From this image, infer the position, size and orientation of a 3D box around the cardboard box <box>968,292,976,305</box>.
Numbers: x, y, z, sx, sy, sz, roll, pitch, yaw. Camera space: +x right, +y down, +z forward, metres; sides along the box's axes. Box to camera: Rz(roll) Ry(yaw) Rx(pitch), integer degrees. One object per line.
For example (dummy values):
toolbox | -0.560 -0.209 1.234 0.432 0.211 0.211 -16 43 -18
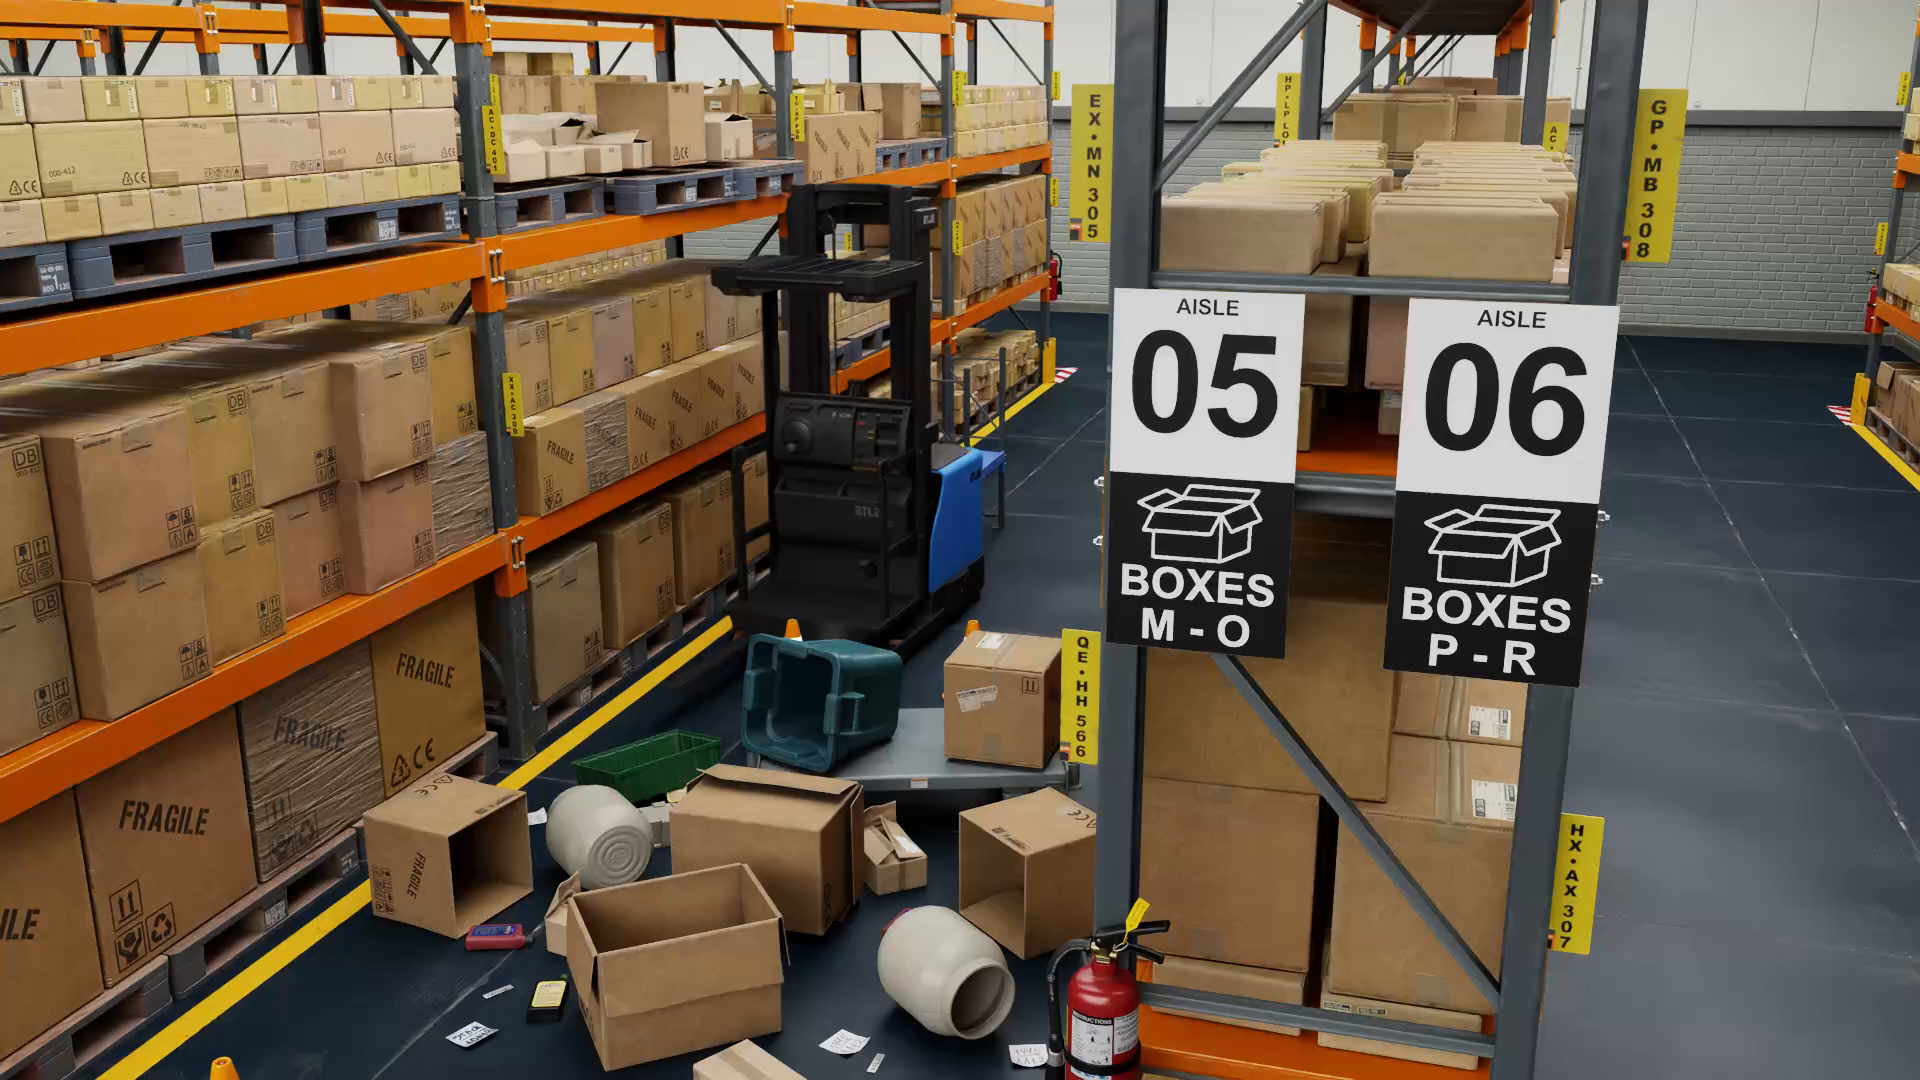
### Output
cardboard box | -0.050 -2.521 17.180 0.380 0.149 0.250 4 16 13

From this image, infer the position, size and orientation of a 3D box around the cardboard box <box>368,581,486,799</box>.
cardboard box | -3.074 0.697 8.499 0.875 0.875 0.875 5 17 17

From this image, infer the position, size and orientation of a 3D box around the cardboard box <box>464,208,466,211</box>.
cardboard box | -5.455 -3.149 16.913 0.797 0.503 0.637 4 16 14

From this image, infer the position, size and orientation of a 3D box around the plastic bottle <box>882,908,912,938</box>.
plastic bottle | -0.219 1.681 7.290 0.133 0.061 0.283 8 18 25

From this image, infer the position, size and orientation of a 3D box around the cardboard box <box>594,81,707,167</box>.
cardboard box | -1.917 -2.593 10.343 0.500 0.500 0.500 5 16 16

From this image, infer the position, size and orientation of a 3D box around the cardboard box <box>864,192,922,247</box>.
cardboard box | -0.681 -3.191 16.523 0.500 0.500 0.500 4 16 14

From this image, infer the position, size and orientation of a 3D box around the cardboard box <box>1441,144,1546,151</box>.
cardboard box | 2.065 -1.457 6.470 0.380 0.149 0.250 4 16 14

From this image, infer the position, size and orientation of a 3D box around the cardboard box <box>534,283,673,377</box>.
cardboard box | -2.260 -1.341 10.543 0.700 0.500 0.500 4 16 15

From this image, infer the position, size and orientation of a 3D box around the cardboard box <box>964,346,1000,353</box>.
cardboard box | 0.257 -2.043 18.402 0.380 0.149 0.250 4 16 14

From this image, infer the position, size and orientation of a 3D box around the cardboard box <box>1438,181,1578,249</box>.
cardboard box | 1.435 -0.849 4.327 0.380 0.149 0.250 5 16 16

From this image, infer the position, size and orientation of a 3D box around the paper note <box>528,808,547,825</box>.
paper note | -2.151 1.392 8.364 0.147 0.020 0.142 -7 17 -23

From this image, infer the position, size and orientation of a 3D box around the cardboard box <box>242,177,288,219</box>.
cardboard box | -2.986 -1.401 6.782 0.380 0.149 0.250 4 16 15

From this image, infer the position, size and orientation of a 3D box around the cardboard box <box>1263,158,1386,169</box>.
cardboard box | 1.181 -1.160 5.425 0.380 0.149 0.250 5 17 17

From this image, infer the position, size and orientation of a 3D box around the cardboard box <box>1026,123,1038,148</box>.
cardboard box | 0.568 -4.519 18.542 0.500 0.250 0.500 5 16 16

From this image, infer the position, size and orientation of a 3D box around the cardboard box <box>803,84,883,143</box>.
cardboard box | -1.120 -3.676 14.336 0.797 0.503 0.637 4 16 15

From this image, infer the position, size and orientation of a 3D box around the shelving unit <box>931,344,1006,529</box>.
shelving unit | -0.024 -0.699 13.046 0.538 1.500 1.048 5 16 16

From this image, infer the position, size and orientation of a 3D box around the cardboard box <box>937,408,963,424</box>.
cardboard box | -0.144 -1.276 16.786 0.380 0.149 0.250 4 16 13

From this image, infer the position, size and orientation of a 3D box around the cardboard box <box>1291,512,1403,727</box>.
cardboard box | 0.896 0.167 4.682 0.700 0.500 0.500 5 17 16

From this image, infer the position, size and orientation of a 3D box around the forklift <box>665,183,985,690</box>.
forklift | -0.832 -0.699 10.423 1.130 2.935 3.031 6 17 20

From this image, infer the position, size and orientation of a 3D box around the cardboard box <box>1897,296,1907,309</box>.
cardboard box | 9.732 -2.425 16.841 0.380 0.149 0.250 5 17 17

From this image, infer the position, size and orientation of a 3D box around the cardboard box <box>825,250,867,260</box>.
cardboard box | -1.108 -2.675 15.864 0.380 0.149 0.250 6 17 19

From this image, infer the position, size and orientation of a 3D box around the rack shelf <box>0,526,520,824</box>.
rack shelf | -3.397 0.587 7.080 1.077 0.370 4.000 5 16 16

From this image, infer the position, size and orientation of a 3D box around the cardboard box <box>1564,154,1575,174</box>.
cardboard box | 2.497 -1.619 7.550 0.500 0.250 0.500 4 16 14

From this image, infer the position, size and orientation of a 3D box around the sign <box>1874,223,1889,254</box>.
sign | 9.596 -3.139 17.312 0.100 0.325 0.005 5 16 16

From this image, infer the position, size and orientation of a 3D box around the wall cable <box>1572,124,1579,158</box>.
wall cable | 8.299 -4.923 23.327 0.588 1.984 0.122 5 16 16

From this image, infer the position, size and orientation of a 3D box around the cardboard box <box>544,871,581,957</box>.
cardboard box | -1.551 1.626 7.111 0.396 0.266 0.258 8 18 25

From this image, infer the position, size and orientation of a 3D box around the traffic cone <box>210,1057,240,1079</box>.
traffic cone | -2.453 1.956 5.585 0.336 0.463 0.334 5 16 16

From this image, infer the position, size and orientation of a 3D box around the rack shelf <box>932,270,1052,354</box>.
rack shelf | 0.013 -2.552 18.149 1.077 0.370 4.000 5 16 16

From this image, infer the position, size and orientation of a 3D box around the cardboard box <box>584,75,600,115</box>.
cardboard box | -4.618 -5.157 19.380 0.700 0.500 0.500 3 16 12

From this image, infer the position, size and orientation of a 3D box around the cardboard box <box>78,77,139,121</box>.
cardboard box | -3.203 -1.587 5.976 0.380 0.149 0.250 4 16 15

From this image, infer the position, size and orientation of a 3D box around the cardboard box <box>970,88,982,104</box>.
cardboard box | 0.004 -4.439 16.613 0.380 0.149 0.250 4 16 14

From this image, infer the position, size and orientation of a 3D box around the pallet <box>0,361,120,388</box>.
pallet | -6.942 -1.126 12.155 1.003 0.211 1.213 5 16 16

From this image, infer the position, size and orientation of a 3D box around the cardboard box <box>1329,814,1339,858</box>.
cardboard box | 1.021 0.862 5.253 0.380 0.149 0.250 5 17 17

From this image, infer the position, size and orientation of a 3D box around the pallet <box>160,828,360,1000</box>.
pallet | -3.465 1.573 7.399 1.003 0.211 1.213 5 16 16

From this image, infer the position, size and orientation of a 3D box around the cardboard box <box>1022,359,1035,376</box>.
cardboard box | 0.656 -2.023 19.420 0.380 0.149 0.250 5 17 18

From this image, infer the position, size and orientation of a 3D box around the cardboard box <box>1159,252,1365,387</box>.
cardboard box | 0.696 -0.547 3.994 0.500 0.250 0.500 4 16 15

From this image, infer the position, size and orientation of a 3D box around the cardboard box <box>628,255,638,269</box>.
cardboard box | -4.147 -3.394 20.258 0.380 0.149 0.250 5 17 17

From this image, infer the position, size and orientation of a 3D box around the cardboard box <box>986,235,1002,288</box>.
cardboard box | 0.139 -2.935 17.453 0.500 0.500 0.500 4 16 15

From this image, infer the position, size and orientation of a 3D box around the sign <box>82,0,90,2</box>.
sign | -9.504 -5.913 18.067 0.100 0.325 0.005 5 16 16

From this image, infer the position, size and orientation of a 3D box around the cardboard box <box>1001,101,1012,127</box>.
cardboard box | 0.248 -4.494 17.538 0.500 0.250 0.500 4 16 13

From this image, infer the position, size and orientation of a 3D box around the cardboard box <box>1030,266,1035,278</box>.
cardboard box | 0.653 -3.131 19.333 0.380 0.149 0.250 5 16 16

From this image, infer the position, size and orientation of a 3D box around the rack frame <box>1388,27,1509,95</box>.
rack frame | 4.220 -4.904 14.127 1.000 3.000 0.127 5 16 16

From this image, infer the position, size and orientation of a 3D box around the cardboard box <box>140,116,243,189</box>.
cardboard box | -3.153 -1.502 6.409 0.500 0.250 0.500 5 16 16

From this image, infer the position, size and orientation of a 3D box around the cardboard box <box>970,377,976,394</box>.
cardboard box | -0.045 -1.629 17.485 0.380 0.149 0.250 4 16 13

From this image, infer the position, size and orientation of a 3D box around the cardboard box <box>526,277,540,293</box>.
cardboard box | -4.804 -2.786 18.114 0.380 0.149 0.250 4 16 14

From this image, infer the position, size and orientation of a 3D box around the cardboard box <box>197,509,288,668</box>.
cardboard box | -3.377 0.167 6.967 0.875 0.550 0.500 5 16 16

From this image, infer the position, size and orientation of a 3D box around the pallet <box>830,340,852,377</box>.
pallet | -1.591 -1.431 13.229 1.213 0.211 1.003 5 16 16

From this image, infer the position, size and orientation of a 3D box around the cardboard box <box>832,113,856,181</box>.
cardboard box | -1.139 -3.080 13.011 0.500 0.500 0.500 5 16 16

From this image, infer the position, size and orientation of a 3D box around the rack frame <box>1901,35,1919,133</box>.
rack frame | 10.116 -5.566 16.463 1.000 3.000 0.127 5 16 16

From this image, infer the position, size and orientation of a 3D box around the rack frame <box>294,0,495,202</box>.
rack frame | -2.829 -3.168 8.008 1.000 3.000 0.127 5 16 16

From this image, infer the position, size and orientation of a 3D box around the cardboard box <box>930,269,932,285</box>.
cardboard box | -0.479 -2.480 15.721 0.380 0.149 0.250 5 17 18

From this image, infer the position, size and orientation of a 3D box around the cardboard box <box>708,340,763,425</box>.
cardboard box | -1.705 -1.108 11.554 0.500 0.500 0.500 5 16 16

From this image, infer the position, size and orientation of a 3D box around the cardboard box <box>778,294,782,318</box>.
cardboard box | -1.374 -1.803 12.790 0.380 0.149 0.250 5 16 16

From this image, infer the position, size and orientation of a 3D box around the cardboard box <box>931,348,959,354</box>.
cardboard box | -0.228 -2.009 18.278 0.380 0.149 0.250 5 16 16
